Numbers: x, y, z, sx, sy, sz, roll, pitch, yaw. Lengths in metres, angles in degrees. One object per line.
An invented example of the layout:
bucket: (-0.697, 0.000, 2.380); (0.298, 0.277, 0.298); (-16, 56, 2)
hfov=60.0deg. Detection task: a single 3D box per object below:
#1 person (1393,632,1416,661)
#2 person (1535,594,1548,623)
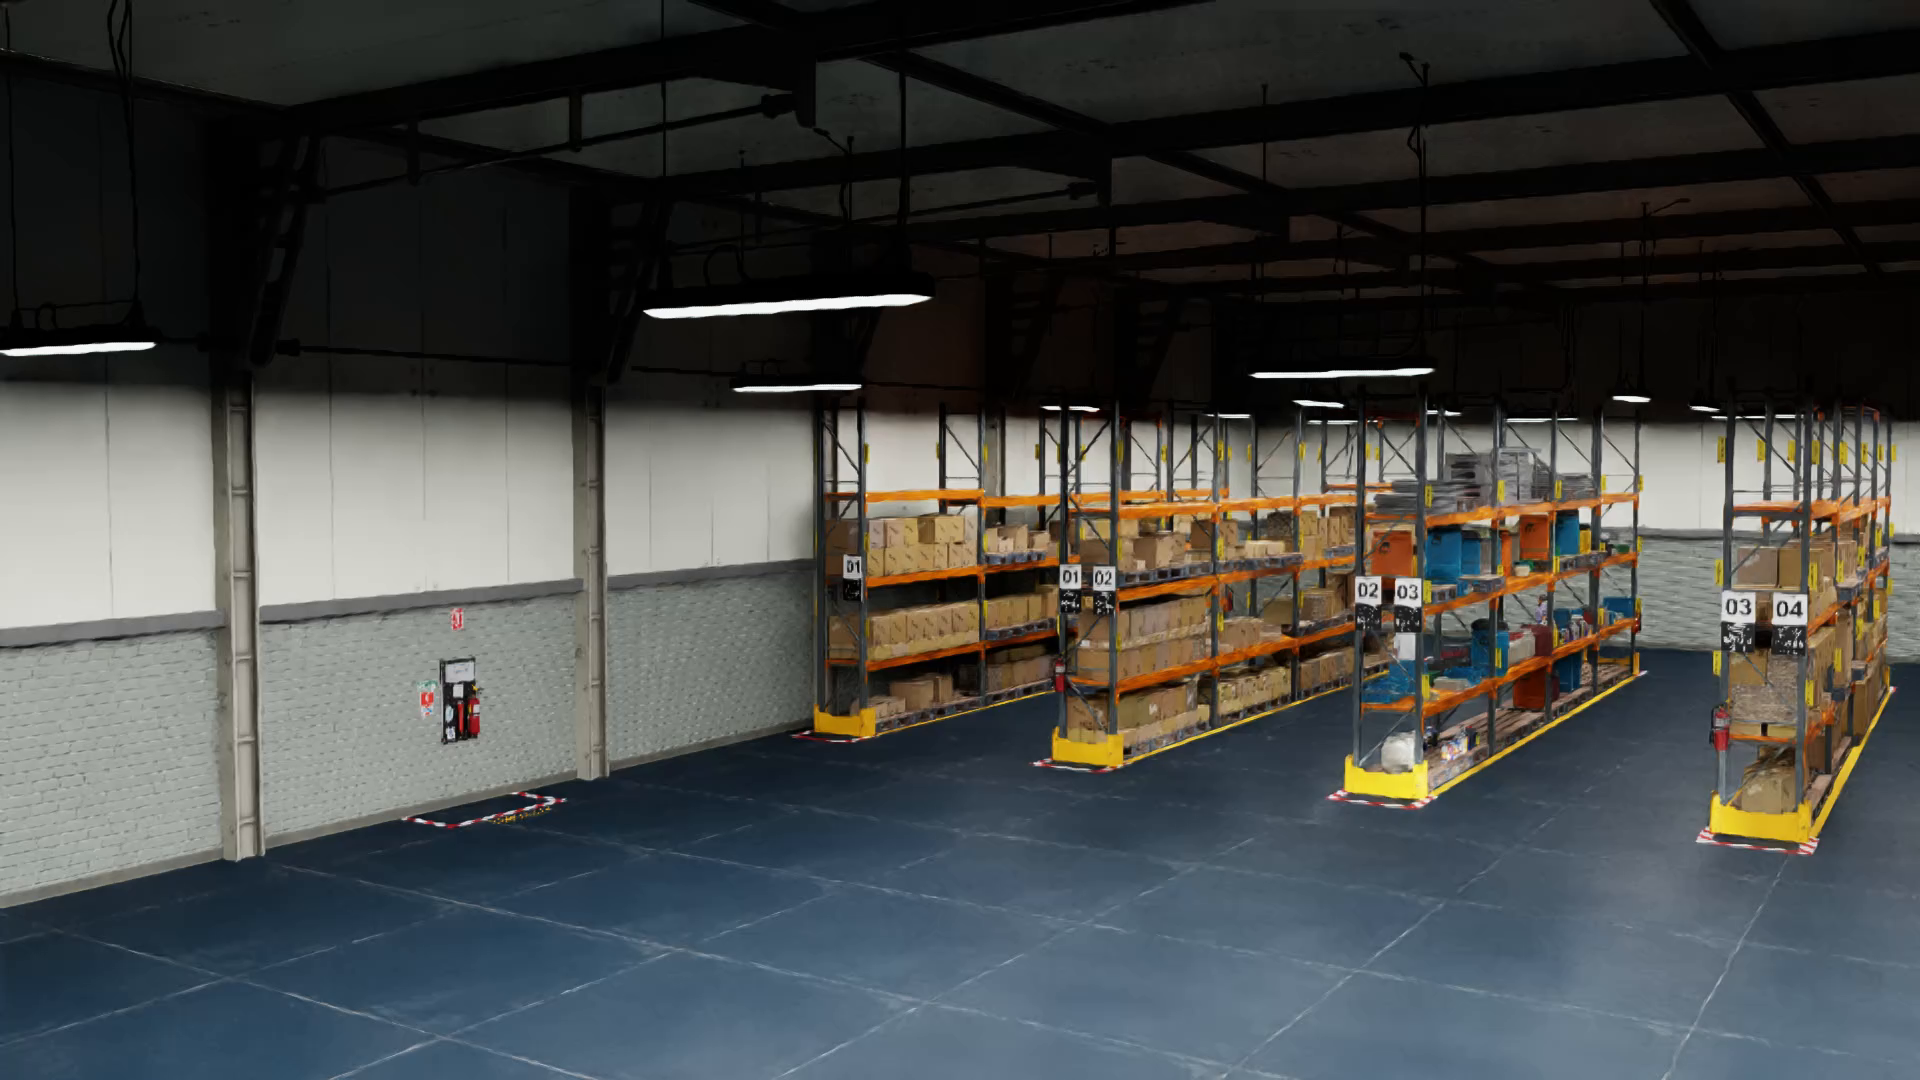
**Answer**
person: (9.332, 2.268, 34.827); (0.678, 1.773, 0.629); (-2, 3, -28)
person: (13.901, 2.096, 39.714); (0.601, 1.634, 0.618); (1, 3, 17)
